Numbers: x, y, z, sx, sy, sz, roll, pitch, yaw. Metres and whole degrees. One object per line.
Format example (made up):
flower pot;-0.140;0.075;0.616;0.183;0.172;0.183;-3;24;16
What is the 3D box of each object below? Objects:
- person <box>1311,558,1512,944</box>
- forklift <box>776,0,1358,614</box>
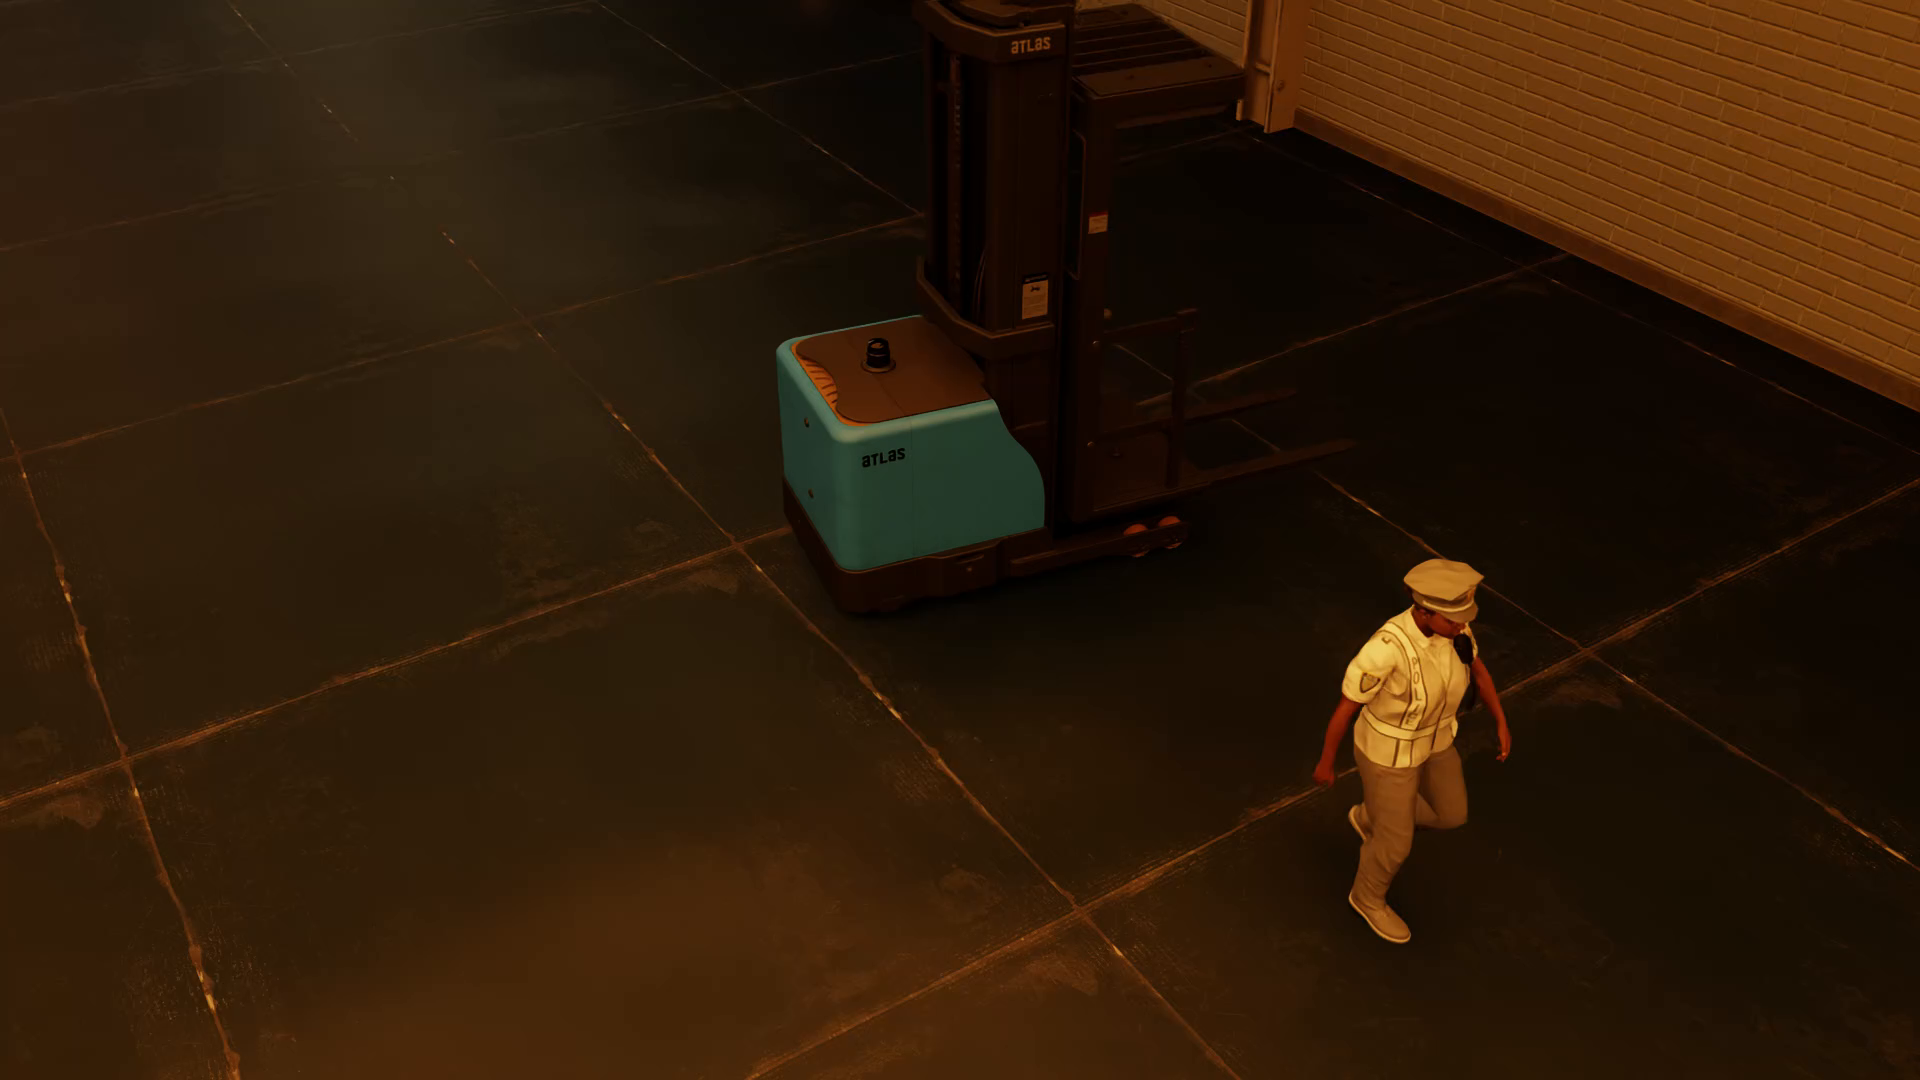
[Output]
person;1.656;0.765;6.184;0.674;1.647;0.499;-23;41;-29
forklift;0.641;-1.380;8.111;3.031;2.935;1.130;-13;37;-18
